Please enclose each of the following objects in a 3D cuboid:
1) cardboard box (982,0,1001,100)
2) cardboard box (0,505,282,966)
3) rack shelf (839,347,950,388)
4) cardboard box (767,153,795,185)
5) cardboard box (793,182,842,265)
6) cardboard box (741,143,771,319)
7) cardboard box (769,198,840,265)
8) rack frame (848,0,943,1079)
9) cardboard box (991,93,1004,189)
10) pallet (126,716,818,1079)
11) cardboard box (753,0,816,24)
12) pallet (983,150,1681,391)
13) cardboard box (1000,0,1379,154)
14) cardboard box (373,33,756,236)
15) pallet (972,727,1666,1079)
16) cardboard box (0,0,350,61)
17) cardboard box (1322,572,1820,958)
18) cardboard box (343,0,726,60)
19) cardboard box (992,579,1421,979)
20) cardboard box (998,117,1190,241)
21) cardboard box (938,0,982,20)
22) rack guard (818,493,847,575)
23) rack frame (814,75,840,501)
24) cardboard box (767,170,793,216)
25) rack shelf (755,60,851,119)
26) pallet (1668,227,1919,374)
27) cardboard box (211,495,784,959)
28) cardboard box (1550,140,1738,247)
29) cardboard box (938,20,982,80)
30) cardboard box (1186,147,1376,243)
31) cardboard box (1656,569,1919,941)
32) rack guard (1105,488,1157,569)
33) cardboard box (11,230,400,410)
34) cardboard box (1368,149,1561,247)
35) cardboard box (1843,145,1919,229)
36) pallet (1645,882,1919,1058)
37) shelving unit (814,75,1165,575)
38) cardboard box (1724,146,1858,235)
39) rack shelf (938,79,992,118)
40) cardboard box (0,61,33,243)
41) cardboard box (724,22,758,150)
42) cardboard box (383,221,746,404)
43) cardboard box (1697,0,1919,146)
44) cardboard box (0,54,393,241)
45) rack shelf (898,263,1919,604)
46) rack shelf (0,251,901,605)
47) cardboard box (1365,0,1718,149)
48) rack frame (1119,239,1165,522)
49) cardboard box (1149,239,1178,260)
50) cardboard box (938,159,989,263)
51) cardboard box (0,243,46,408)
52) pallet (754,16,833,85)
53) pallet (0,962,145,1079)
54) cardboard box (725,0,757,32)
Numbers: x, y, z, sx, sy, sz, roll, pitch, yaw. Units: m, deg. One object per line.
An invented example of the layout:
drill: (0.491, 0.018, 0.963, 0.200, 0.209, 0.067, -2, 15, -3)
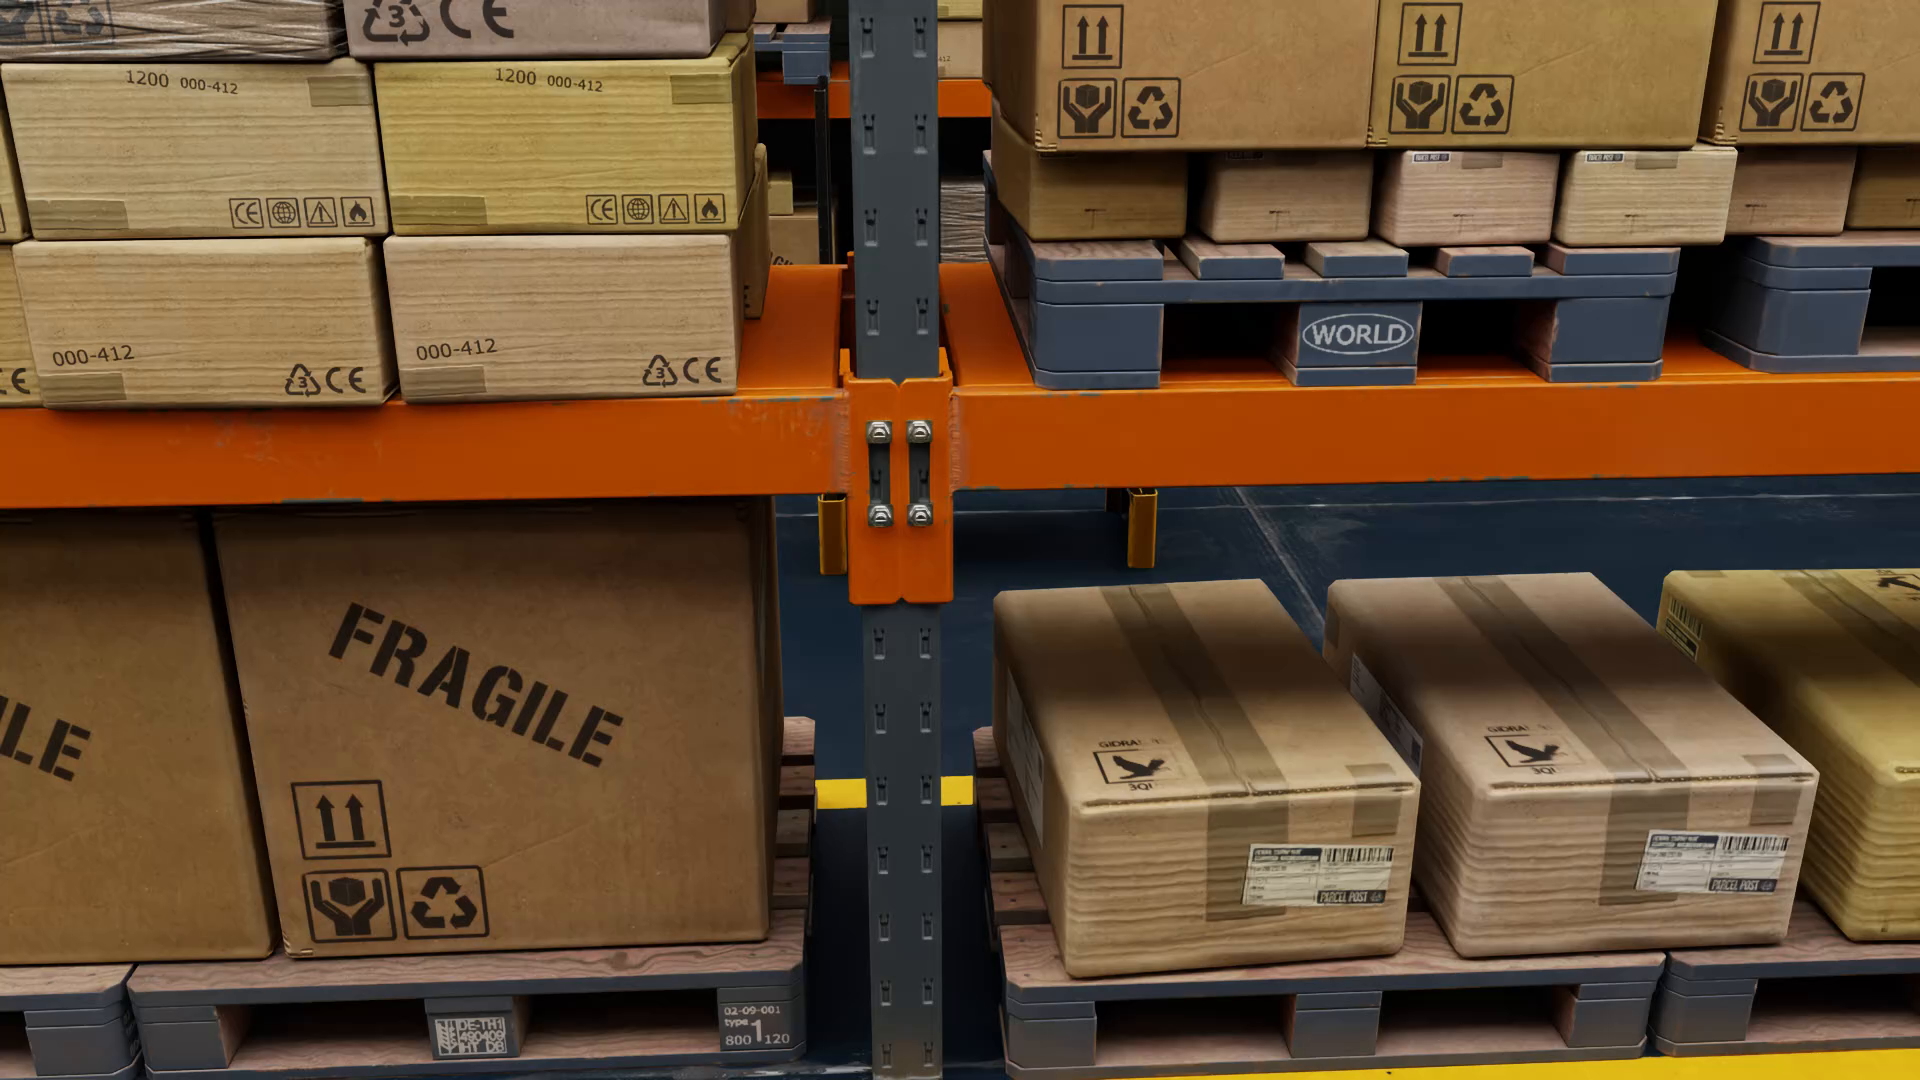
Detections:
cardboard box: (0.315, -1.078, 3.089, 0.500, 0.500, 0.500, -2, 21, -5)
cardboard box: (-1.708, 0.209, 3.251, 0.875, 0.875, 0.875, -1, 21, -2)
rack shelf: (0.085, -0.535, 5.423, 1.000, 0.185, 0.538, -1, 21, -3)
cardboard box: (-0.949, -1.783, 8.099, 0.250, 0.149, 0.380, 0, 21, 0)
cardboard box: (-0.847, -1.471, 8.191, 0.500, 0.500, 0.500, 0, 21, -1)
cardboard box: (-0.626, -0.598, 3.186, 0.500, 0.250, 0.500, -2, 21, -4)
cardboard box: (-0.820, -1.295, 7.729, 0.500, 0.500, 0.500, -1, 21, -1)
rack frame: (-0.123, -0.588, 2.951, 0.127, 3.000, 1.000, -1, 21, -3)
cardboard box: (0.191, -0.757, 3.158, 0.250, 0.149, 0.380, 0, 21, -1)
pallet: (-0.914, 0.704, 3.475, 1.213, 0.211, 1.003, -1, 21, -3)
cardboard box: (-0.933, -2.640, 7.608, 0.500, 0.500, 0.500, 0, 21, -1)
pallet: (0.582, -0.551, 3.122, 1.003, 0.211, 1.213, -1, 21, -3)
cardboard box: (0.339, -0.897, 2.613, 0.500, 0.500, 0.500, -2, 21, -5)
cardboard box: (-0.592, -0.652, 2.626, 0.500, 0.250, 0.500, -1, 21, -3)
pallet: (0.657, 0.699, 3.487, 1.213, 0.211, 1.003, -1, 21, -3)
cardboard box: (-1.136, -0.986, 2.448, 0.500, 0.500, 0.500, -1, 21, -2)
cardboard box: (1.178, 0.418, 3.411, 0.625, 0.372, 0.950, -2, 21, -4)
cardboard box: (-0.624, -0.999, 2.483, 0.500, 0.500, 0.500, -2, 21, -5)
cardboard box: (0.442, 0.435, 3.364, 0.625, 0.372, 0.950, -3, 21, -7)
cardboard box: (0.212, -0.608, 2.765, 0.250, 0.149, 0.380, -2, 21, -6)
cardboard box: (0.048, -2.428, 7.292, 0.500, 0.250, 0.500, -1, 21, -3)
rack guard: (-0.421, -0.108, 5.554, 0.087, 0.250, 0.587, -1, 21, -3)
rack frame: (-0.422, -0.692, 5.332, 0.032, 1.500, 0.500, -1, 21, -3)
cardboard box: (-0.889, -1.583, 7.574, 0.250, 0.149, 0.380, -2, 21, -6)
rack shelf: (-2.407, -1.975, 7.603, 4.000, 0.370, 1.077, -1, 21, -3)
pallet: (1.851, -0.554, 3.129, 1.213, 0.211, 1.003, -1, 21, -3)
cardboard box: (-0.817, 0.193, 3.295, 0.875, 0.875, 0.875, -1, 21, -4)
cardboard box: (1.048, -0.589, 2.715, 0.250, 0.149, 0.380, -1, 21, -3)
cardboard box: (0.047, -2.204, 7.404, 0.500, 0.250, 0.500, -1, 21, -3)
cardboard box: (0.496, -0.602, 2.748, 0.250, 0.149, 0.380, -2, 21, -6)
cardboard box: (1.935, 0.404, 3.446, 0.625, 0.372, 0.950, 0, 21, -1)
rack guard: (0.573, -0.128, 5.607, 0.087, 0.250, 0.587, -1, 21, -3)
cardboard box: (-1.122, -0.400, 2.666, 0.500, 0.250, 0.500, -1, 21, -2)
cardboard box: (0.772, -0.591, 2.720, 0.250, 0.149, 0.380, -3, 21, -7)
cardboard box: (1.564, -0.641, 2.852, 0.250, 0.149, 0.380, 0, 21, -1)
pallet: (1.872, 0.676, 3.549, 1.213, 0.211, 1.003, -1, 21, -3)
shelving unit: (0.076, -0.702, 5.358, 1.083, 1.500, 0.587, -1, 21, -3)
cardboard box: (1.284, -0.622, 2.801, 0.250, 0.149, 0.380, 0, 21, 0)
rack shelf: (1.587, -2.056, 7.817, 4.000, 0.370, 1.077, -1, 21, -3)
cardboard box: (-1.614, -0.622, 2.548, 0.500, 0.250, 0.500, -2, 21, -4)
cardboard box: (-0.643, -0.829, 3.092, 0.500, 0.250, 0.500, -1, 21, -3)
cardboard box: (-0.613, -0.416, 2.708, 0.500, 0.250, 0.500, -2, 21, -5)
cardboard box: (1.389, -0.924, 2.682, 0.500, 0.500, 0.500, -1, 21, -2)
cardboard box: (-1.104, -0.640, 2.595, 0.500, 0.250, 0.500, -2, 21, -4)
rack shelf: (1.874, -0.293, 3.185, 4.000, 0.370, 1.077, -1, 21, -3)
rack shelf: (-2.120, -0.212, 2.972, 4.000, 0.370, 1.077, -1, 21, -3)
cardboard box: (0.859, -0.910, 2.648, 0.500, 0.500, 0.500, 0, 21, 0)
rack frame: (0.593, -0.713, 5.386, 0.032, 1.500, 0.500, -1, 21, -3)
cardboard box: (0.865, -1.462, 7.992, 0.625, 0.625, 0.875, 0, 21, -1)
cardboard box: (0.213, -1.446, 7.950, 0.625, 0.625, 0.875, -1, 21, -1)
cardboard box: (-1.626, -0.395, 2.654, 0.500, 0.250, 0.500, -1, 21, -4)
pallet: (-1.083, -2.223, 7.514, 1.003, 0.211, 1.213, -1, 21, -3)
pallet: (-2.130, 0.728, 3.413, 1.213, 0.211, 1.003, -1, 21, -3)
cardboard box: (-0.629, -1.179, 2.957, 0.500, 0.500, 0.500, -2, 21, -5)
